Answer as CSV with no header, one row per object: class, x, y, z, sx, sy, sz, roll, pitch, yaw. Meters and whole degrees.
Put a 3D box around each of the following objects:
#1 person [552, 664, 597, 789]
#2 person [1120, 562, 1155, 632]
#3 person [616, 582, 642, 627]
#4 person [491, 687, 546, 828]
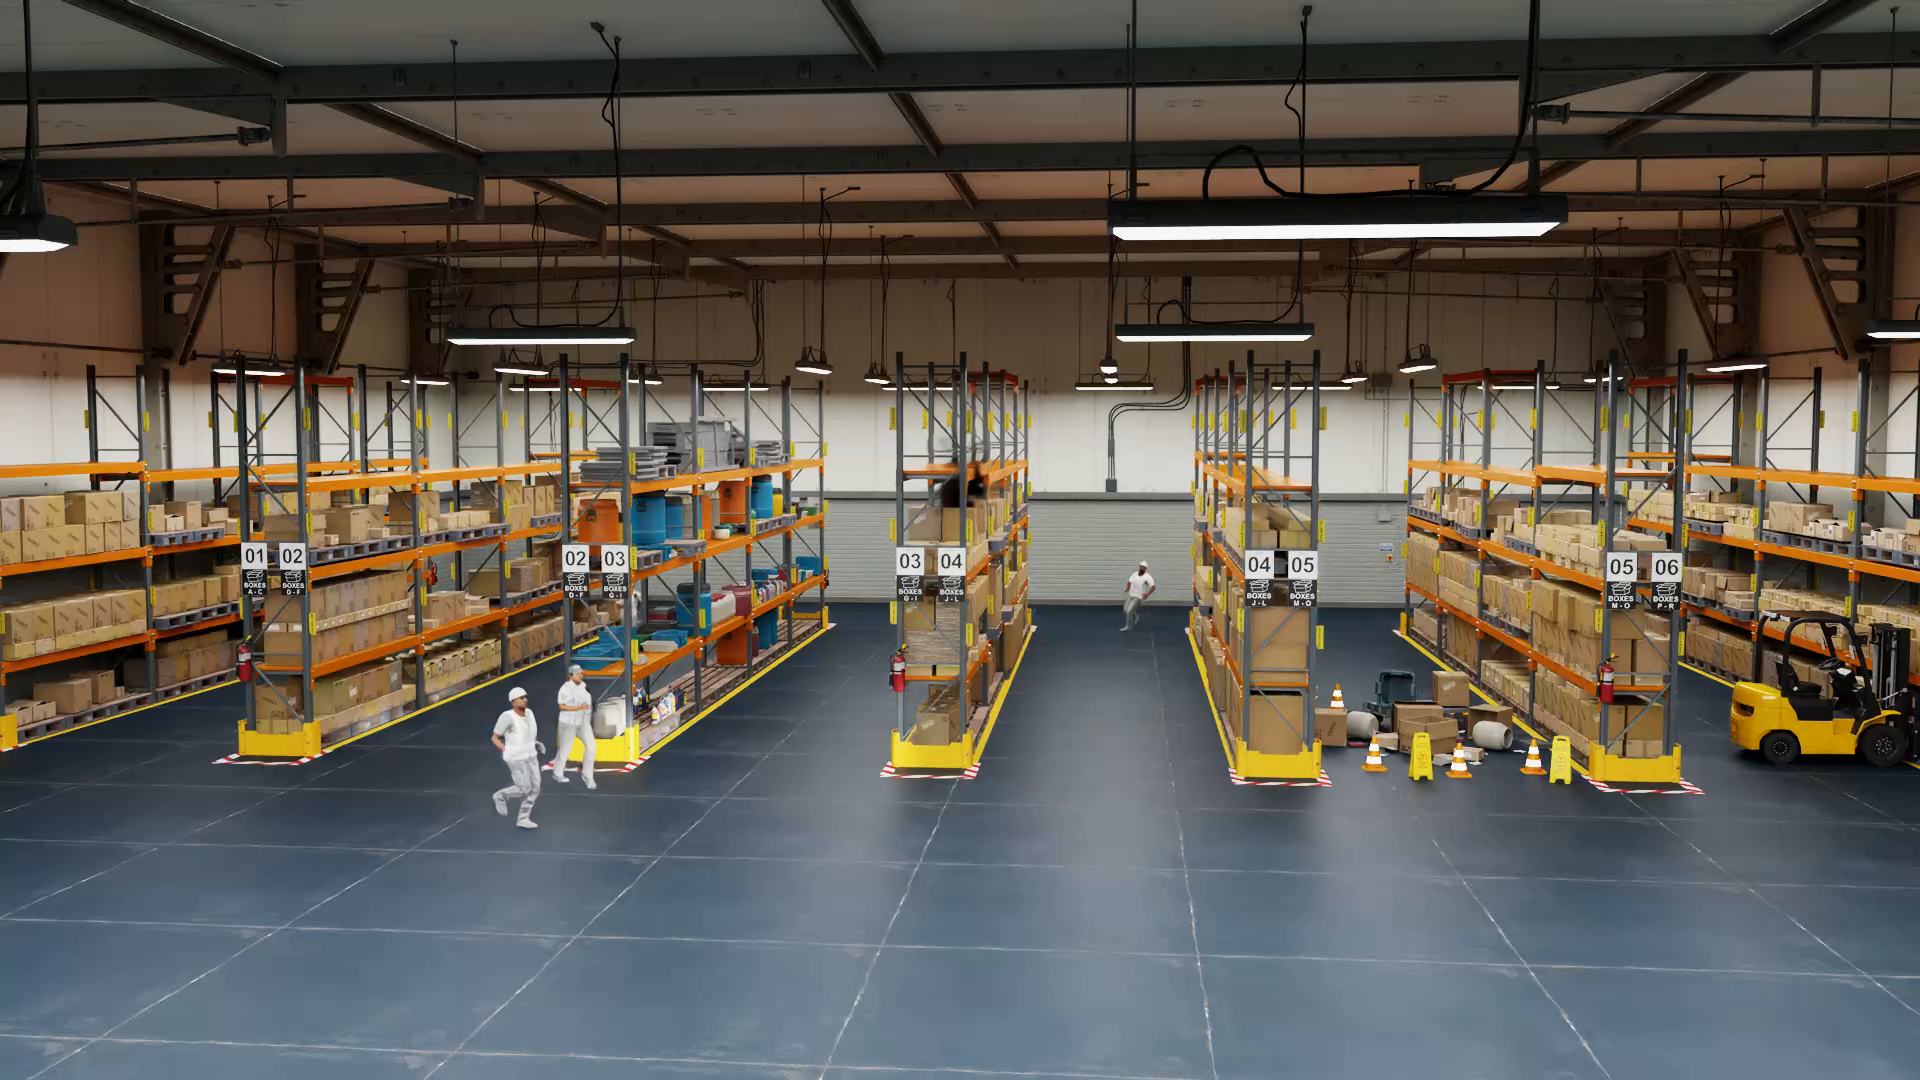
person,-5.270,2.565,22.790,0.736,1.720,0.609,3,5,40
person,4.196,1.347,39.575,0.641,1.680,0.767,-3,5,-39
person,-6.960,1.668,35.058,0.556,1.756,0.714,0,4,-2
person,-5.462,2.681,20.536,0.602,1.737,0.689,2,5,28
